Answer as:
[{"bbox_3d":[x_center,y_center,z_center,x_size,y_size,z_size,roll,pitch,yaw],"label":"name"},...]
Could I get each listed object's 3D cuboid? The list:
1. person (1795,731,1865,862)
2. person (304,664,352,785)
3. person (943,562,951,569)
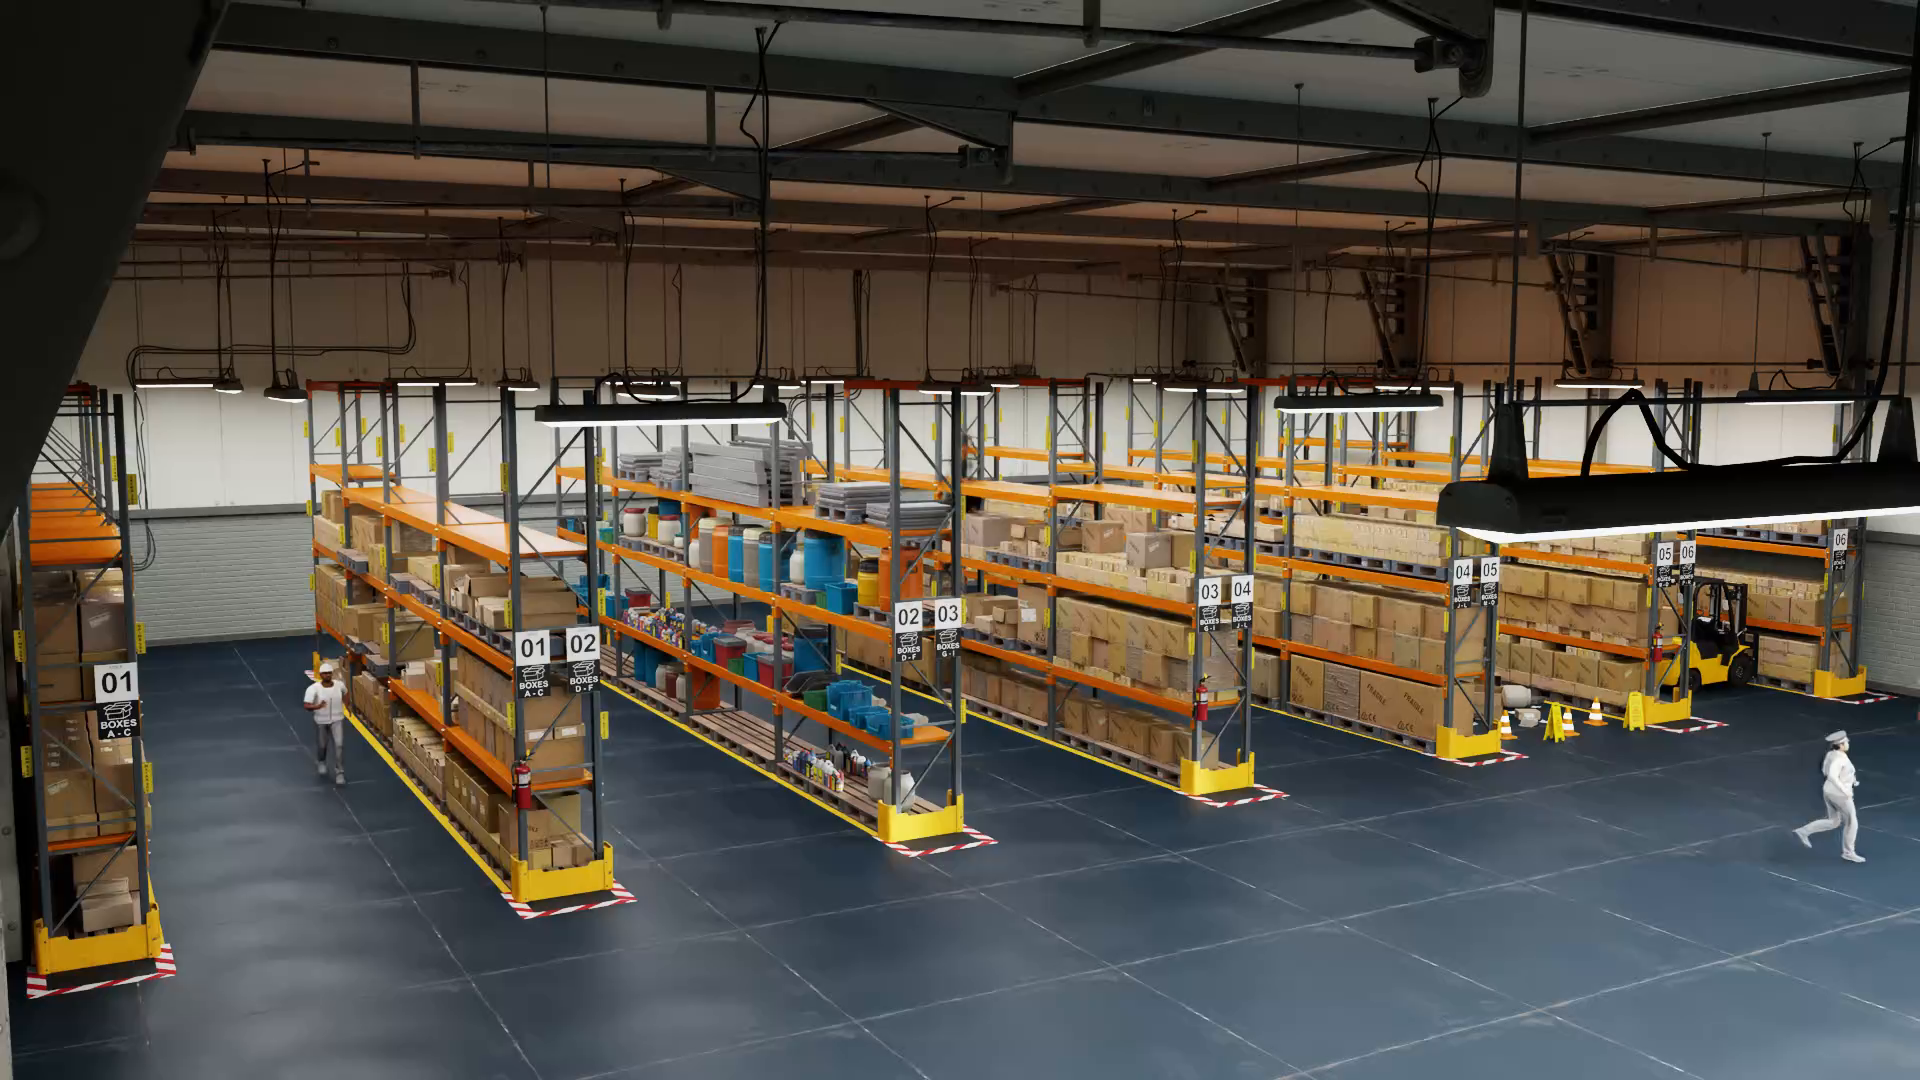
[{"bbox_3d":[11.147,3.261,21.168,0.802,1.696,0.618,1,6,7],"label":"person"},{"bbox_3d":[-9.560,2.723,25.177,0.691,1.721,0.944,-3,7,-30],"label":"person"},{"bbox_3d":[-0.523,1.124,41.819,0.942,1.526,0.696,-2,6,-20],"label":"person"}]
